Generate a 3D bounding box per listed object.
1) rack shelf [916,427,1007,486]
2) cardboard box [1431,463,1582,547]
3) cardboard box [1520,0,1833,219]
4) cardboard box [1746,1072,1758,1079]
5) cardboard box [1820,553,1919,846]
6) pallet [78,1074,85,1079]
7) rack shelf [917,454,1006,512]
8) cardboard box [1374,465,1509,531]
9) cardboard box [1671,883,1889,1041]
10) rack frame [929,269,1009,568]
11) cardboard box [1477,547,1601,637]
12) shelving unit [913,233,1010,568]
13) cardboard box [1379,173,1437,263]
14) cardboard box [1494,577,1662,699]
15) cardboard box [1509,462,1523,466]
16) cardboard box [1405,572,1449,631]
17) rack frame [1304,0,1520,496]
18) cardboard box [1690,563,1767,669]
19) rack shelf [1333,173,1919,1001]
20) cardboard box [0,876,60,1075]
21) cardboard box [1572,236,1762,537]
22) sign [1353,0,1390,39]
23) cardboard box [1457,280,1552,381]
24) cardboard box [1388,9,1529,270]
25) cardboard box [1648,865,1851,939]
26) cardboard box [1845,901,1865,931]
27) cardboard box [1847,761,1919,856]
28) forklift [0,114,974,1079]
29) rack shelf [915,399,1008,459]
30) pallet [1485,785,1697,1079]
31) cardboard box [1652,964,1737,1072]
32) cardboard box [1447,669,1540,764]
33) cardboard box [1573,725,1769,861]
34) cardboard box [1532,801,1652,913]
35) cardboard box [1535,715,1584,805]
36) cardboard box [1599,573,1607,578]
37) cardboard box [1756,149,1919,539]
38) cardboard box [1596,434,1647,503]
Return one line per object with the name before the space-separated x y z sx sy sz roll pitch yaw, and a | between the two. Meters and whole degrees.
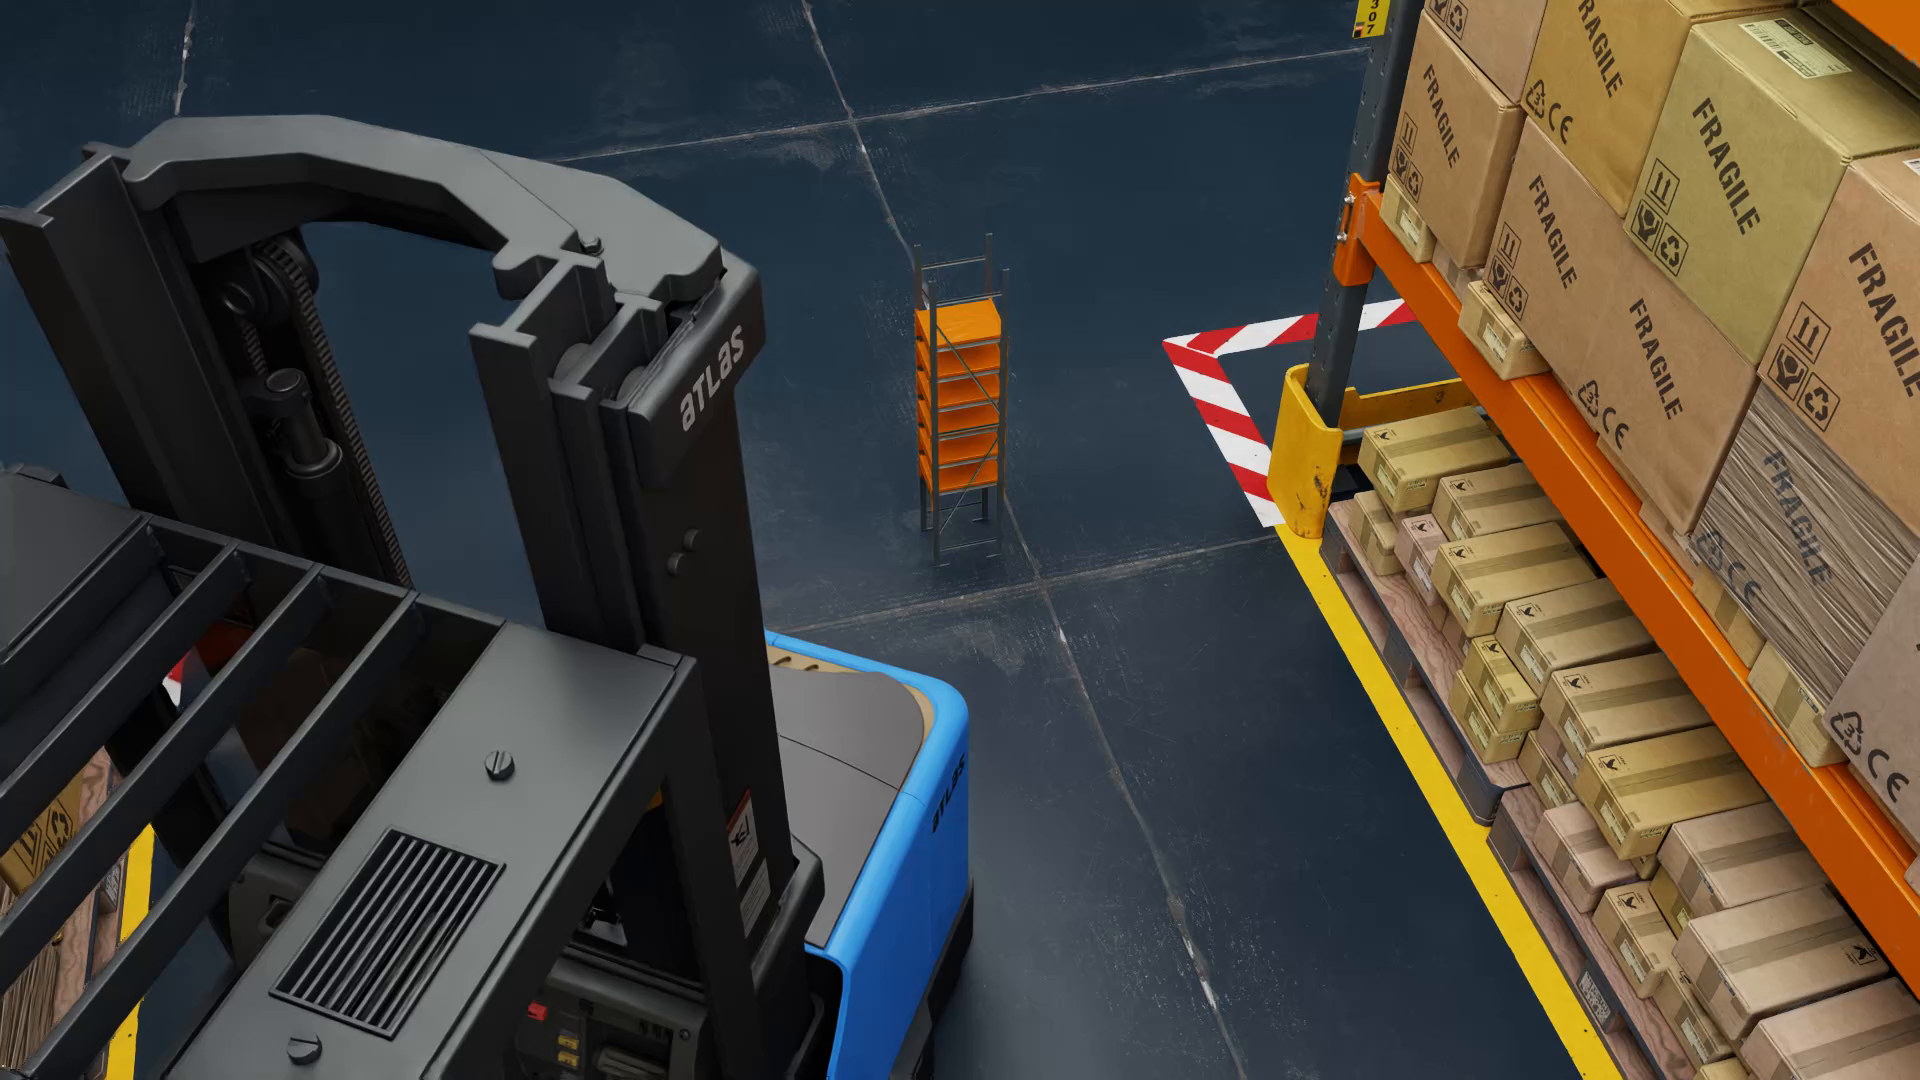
rack shelf | 0.004 -0.295 5.429 0.258 0.103 0.180 -11 47 -10
cardboard box | 1.662 -0.085 5.019 0.380 0.149 0.250 -10 46 -10
cardboard box | 1.663 -1.103 3.753 0.500 0.500 0.500 -9 46 -9
cardboard box | 2.085 1.299 3.870 0.380 0.149 0.250 -10 46 -9
cardboard box | 2.039 0.318 3.060 0.500 0.500 0.500 -11 47 -11
pallet | -2.562 1.872 3.768 1.003 0.211 1.213 -11 47 -10
rack shelf | 0.004 -0.211 5.515 0.258 0.103 0.180 -11 47 -10
cardboard box | 1.555 -0.165 5.305 0.380 0.149 0.250 -9 46 -9
cardboard box | 1.946 0.999 3.956 0.380 0.149 0.250 -12 47 -12
rack frame | 0.027 -0.347 5.250 0.240 1.200 0.006 -11 47 -10
cardboard box | 1.719 0.188 4.960 0.380 0.149 0.250 -10 46 -10
shelving unit | 0.004 -0.410 5.312 0.258 1.200 0.189 -11 47 -10
cardboard box | 1.435 -0.948 4.755 0.380 0.149 0.250 -11 47 -11
cardboard box | 1.746 0.268 4.672 0.380 0.149 0.250 -13 47 -12
cardboard box | 2.006 -0.144 5.493 0.380 0.149 0.250 -10 46 -10
cardboard box | 1.640 0.117 5.237 0.380 0.149 0.250 -11 47 -10
rack frame | 1.669 -1.320 4.943 1.000 3.000 0.127 -11 47 -10
cardboard box | 1.884 0.119 3.709 0.380 0.149 0.250 -9 46 -9
rack shelf | 2.181 0.313 3.847 1.077 0.370 4.000 -11 47 -10
cardboard box | -2.677 1.169 3.697 0.875 0.875 0.875 -11 47 -10
cardboard box | 1.792 -0.393 3.757 0.500 0.500 0.500 -10 46 -10
sign | 1.145 -1.524 4.537 0.100 0.325 0.005 -11 47 -10
cardboard box | 1.558 -0.585 4.399 0.380 0.149 0.250 -12 47 -11
cardboard box | 1.517 -1.099 4.448 0.500 0.500 0.500 -9 46 -8
cardboard box | 2.009 0.918 4.243 0.380 0.149 0.250 -9 46 -8
cardboard box | 2.398 0.927 4.444 0.380 0.149 0.250 -9 46 -9
cardboard box | 2.058 0.472 3.363 0.380 0.149 0.250 -11 47 -11
forklift | -0.948 0.942 2.775 1.130 2.935 3.031 15 47 14
rack shelf | 0.004 -0.379 5.343 0.258 0.103 0.180 -11 47 -10
pallet | 2.171 1.117 4.508 1.003 0.211 1.213 -11 47 -10
cardboard box | 1.997 1.177 4.198 0.380 0.149 0.250 -10 46 -10
cardboard box | 1.670 0.484 4.878 0.380 0.149 0.250 -10 46 -10
cardboard box | 1.831 0.651 4.297 0.380 0.149 0.250 -10 46 -10
cardboard box | 1.807 0.830 4.538 0.380 0.149 0.250 -13 47 -12
cardboard box | 1.840 0.550 4.604 0.380 0.149 0.250 -13 47 -12
cardboard box | 2.154 0.213 5.143 0.380 0.149 0.250 -11 47 -11
cardboard box | 1.909 -0.389 3.053 0.500 0.500 0.500 -12 47 -12
cardboard box | 1.802 -0.239 4.060 0.380 0.149 0.250 -11 47 -11
